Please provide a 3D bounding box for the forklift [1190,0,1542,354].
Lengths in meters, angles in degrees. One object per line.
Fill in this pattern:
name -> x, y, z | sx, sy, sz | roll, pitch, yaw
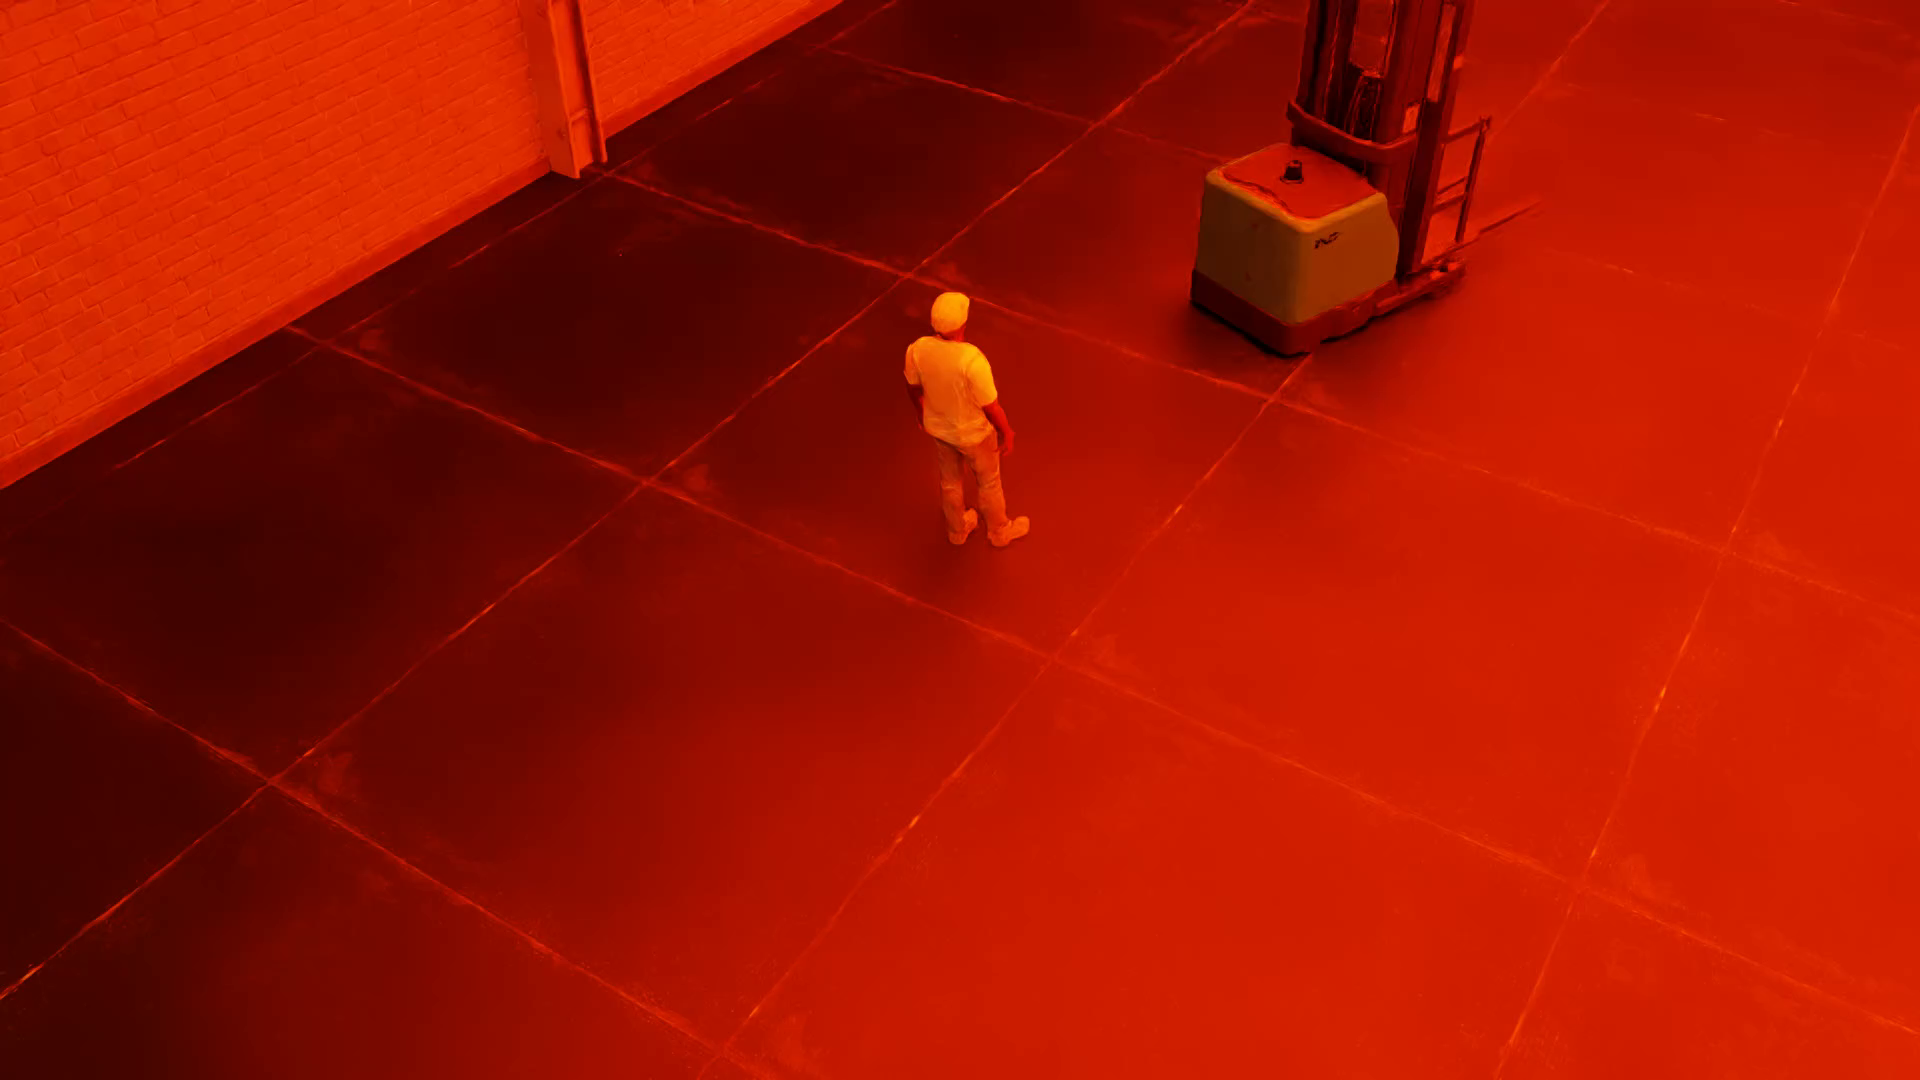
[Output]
forklift -> 3.173, -3.206, 11.750 | 3.031, 2.935, 1.130 | -26, 47, -28

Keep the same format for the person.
person -> 0.042, -0.715, 9.701 | 0.665, 1.766, 0.576 | 22, 45, 24
